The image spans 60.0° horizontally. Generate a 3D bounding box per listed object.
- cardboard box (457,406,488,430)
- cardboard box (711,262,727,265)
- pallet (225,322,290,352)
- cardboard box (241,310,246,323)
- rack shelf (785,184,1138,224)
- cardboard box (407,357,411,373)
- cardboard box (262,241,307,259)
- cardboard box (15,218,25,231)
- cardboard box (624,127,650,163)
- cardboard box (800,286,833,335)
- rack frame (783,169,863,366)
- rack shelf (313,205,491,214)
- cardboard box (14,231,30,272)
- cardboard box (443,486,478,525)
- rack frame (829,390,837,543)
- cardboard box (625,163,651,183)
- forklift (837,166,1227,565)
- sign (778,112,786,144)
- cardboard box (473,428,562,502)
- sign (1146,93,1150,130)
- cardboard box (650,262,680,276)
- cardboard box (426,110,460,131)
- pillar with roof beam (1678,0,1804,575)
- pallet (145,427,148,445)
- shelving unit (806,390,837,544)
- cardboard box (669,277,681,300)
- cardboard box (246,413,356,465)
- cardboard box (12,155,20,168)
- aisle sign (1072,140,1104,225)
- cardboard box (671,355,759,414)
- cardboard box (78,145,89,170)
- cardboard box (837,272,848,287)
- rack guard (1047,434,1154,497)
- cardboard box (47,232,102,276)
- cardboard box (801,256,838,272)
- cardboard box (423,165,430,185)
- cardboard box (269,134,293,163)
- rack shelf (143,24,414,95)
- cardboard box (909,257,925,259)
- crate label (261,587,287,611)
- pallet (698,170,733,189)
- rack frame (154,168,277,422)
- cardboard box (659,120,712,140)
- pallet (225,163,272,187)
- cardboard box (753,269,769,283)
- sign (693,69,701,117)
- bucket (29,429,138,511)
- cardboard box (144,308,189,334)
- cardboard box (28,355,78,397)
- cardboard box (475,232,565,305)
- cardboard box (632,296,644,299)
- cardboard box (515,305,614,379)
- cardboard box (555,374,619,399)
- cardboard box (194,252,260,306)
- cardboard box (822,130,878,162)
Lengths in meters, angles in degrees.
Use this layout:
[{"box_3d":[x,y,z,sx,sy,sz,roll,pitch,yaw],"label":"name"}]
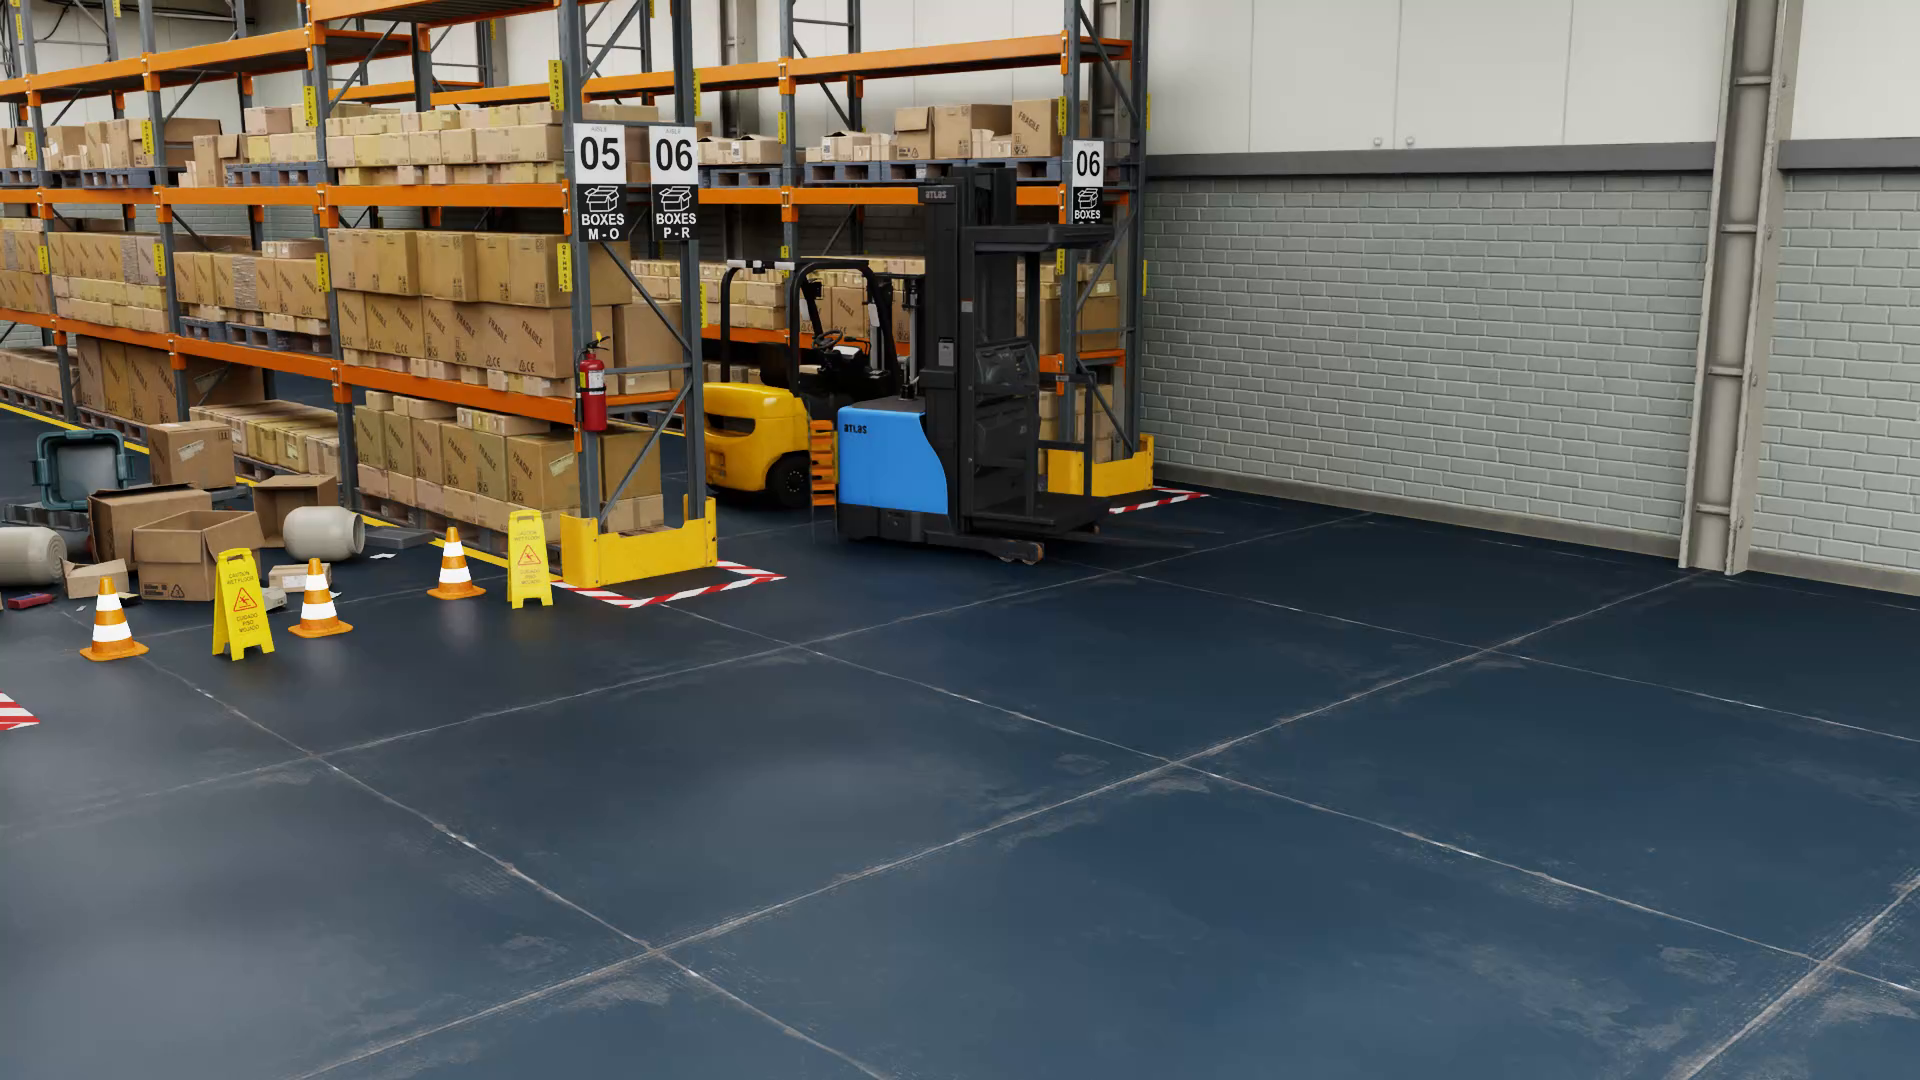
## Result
[{"box_3d":[-3.684,-0.961,12.951,0.380,0.149,0.250,-10,15,-40],"label":"cardboard box"},{"box_3d":[-2.780,-3.202,19.666,0.380,0.149,0.250,-10,15,-41],"label":"cardboard box"},{"box_3d":[-6.416,-2.007,16.195,1.003,0.211,1.213,-11,16,-43],"label":"pallet"},{"box_3d":[-6.775,-2.198,16.228,0.380,0.149,0.250,-10,15,-40],"label":"cardboard box"},{"box_3d":[-0.081,-3.317,16.429,1.077,0.370,4.000,-11,16,-43],"label":"rack shelf"},{"box_3d":[-4.295,-1.447,13.624,0.380,0.149,0.250,-11,16,-43],"label":"cardboard box"},{"box_3d":[-6.224,-2.690,15.400,0.250,0.149,0.380,11,16,43],"label":"cardboard box"},{"box_3d":[-11.673,-3.982,20.973,0.380,0.149,0.250,-11,16,-43],"label":"cardboard box"},{"box_3d":[-2.442,-2.868,12.102,0.500,0.250,0.500,-11,16,-44],"label":"cardboard box"},{"box_3d":[-1.345,-2.440,17.575,0.500,0.500,0.500,11,16,44],"label":"cardboard box"},{"box_3d":[-1.463,-2.493,18.076,1.000,3.000,0.127,-11,16,-43],"label":"rack frame"},{"box_3d":[-8.368,-5.069,24.930,1.077,0.370,4.000,-11,16,-43],"label":"rack shelf"},{"box_3d":[-11.445,-3.612,20.785,0.500,0.500,0.500,-11,16,-43],"label":"cardboard box"},{"box_3d":[-3.758,-0.308,13.248,0.500,0.250,0.500,11,16,43],"label":"cardboard box"},{"box_3d":[-1.011,-0.585,13.261,0.006,1.200,0.240,-3,12,-9],"label":"rack frame"},{"box_3d":[-2.282,-2.656,12.060,0.380,0.149,0.250,-11,16,-42],"label":"cardboard box"},{"box_3d":[0.544,-1.372,12.809,3.031,2.935,1.130,7,13,29],"label":"forklift"},{"box_3d":[-1.848,-4.292,17.316,0.100,0.325,0.005,-11,16,-43],"label":"sign"},{"box_3d":[-3.392,-0.599,12.801,0.500,0.500,0.500,-10,15,-40],"label":"cardboard box"},{"box_3d":[1.705,-3.921,15.215,0.100,0.325,0.005,-11,16,-43],"label":"sign"},{"box_3d":[-3.452,-3.214,19.722,0.380,0.149,0.250,-11,16,-42],"label":"cardboard box"},{"box_3d":[-3.818,-3.181,12.628,0.380,0.149,0.250,-10,16,-41],"label":"cardboard box"},{"box_3d":[2.501,-3.599,8.578,9.100,9.000,0.400,-11,16,-43],"label":"pillar with roof beam"},{"box_3d":[-8.302,-1.144,18.441,1.003,0.211,1.213,-11,16,-43],"label":"pallet"},{"box_3d":[-1.102,-0.580,13.247,0.189,1.200,0.258,-3,12,-9],"label":"shelving unit"},{"box_3d":[-3.031,-2.926,19.312,0.500,0.250,0.500,-11,16,-42],"label":"cardboard box"},{"box_3d":[-6.394,-1.001,16.307,0.950,0.372,0.625,-10,15,-41],"label":"cardboard box"},{"box_3d":[-11.430,-4.656,20.477,0.380,0.149,0.250,-10,16,-41],"label":"cardboard box"},{"box_3d":[1.133,-3.132,14.735,0.394,0.787,0.004,-11,16,-43],"label":"aisle sign"},{"box_3d":[-2.882,-1.834,19.722,0.625,0.625,0.875,11,16,43],"label":"cardboard box"},{"box_3d":[-9.566,-4.261,18.521,0.396,0.266,0.258,-9,15,-38],"label":"cardboard box"},{"box_3d":[-1.053,-2.704,17.249,0.380,0.149,0.250,-11,16,-43],"label":"cardboard box"},{"box_3d":[1.316,-0.681,15.478,1.175,0.500,0.348,-11,16,-43],"label":"rack guard"},{"box_3d":[-10.479,-3.402,19.766,0.500,0.500,0.500,-11,16,-42],"label":"cardboard box"},{"box_3d":[-1.457,-2.917,17.544,0.380,0.149,0.250,-10,16,-41],"label":"cardboard box"},{"box_3d":[-3.946,-2.841,12.957,0.380,0.149,0.250,-11,16,-42],"label":"cardboard box"},{"box_3d":[-5.904,-3.541,15.064,0.500,0.250,0.500,-11,16,-42],"label":"cardboard box"},{"box_3d":[-6.431,-4.482,15.641,1.077,0.370,4.000,-11,16,-43],"label":"rack shelf"},{"box_3d":[-0.305,-2.853,17.232,0.380,0.149,0.250,-11,16,-43],"label":"cardboard box"},{"box_3d":[-4.673,0.401,11.127,0.298,0.136,0.250,3,12,16],"label":"crate label"},{"box_3d":[-2.917,-4.204,19.416,1.003,0.211,1.213,-10,15,-40],"label":"pallet"},{"box_3d":[-7.812,-2.384,17.550,1.000,3.000,0.127,-11,16,-43],"label":"rack frame"},{"box_3d":[-3.198,-4.561,19.146,0.500,0.500,0.500,-10,16,-41],"label":"cardboard box"},{"box_3d":[-6.118,-3.433,15.675,1.213,0.211,1.003,-11,16,-43],"label":"pallet"},{"box_3d":[-2.050,-2.913,18.263,0.380,0.149,0.250,-11,16,-43],"label":"cardboard box"},{"box_3d":[-1.895,-3.189,11.859,0.100,0.325,0.005,-11,16,-43],"label":"sign"},{"box_3d":[-6.799,-0.538,12.937,0.726,0.611,0.620,-5,3,-23],"label":"bucket"},{"box_3d":[-8.349,-2.348,17.748,0.500,0.250,0.500,11,16,43],"label":"cardboard box"},{"box_3d":[-11.549,-2.156,21.751,0.875,0.438,0.875,11,16,43],"label":"cardboard box"},{"box_3d":[-3.142,-2.020,12.320,0.700,0.500,0.500,-11,16,-42],"label":"cardboard box"},{"box_3d":[-3.751,-2.830,20.086,0.500,0.250,0.500,-11,16,-44],"label":"cardboard box"},{"box_3d":[-2.862,-1.452,12.041,0.500,0.500,0.500,-11,16,-44],"label":"cardboard box"},{"box_3d":[-2.701,-1.118,12.028,0.380,0.149,0.250,-10,15,-41],"label":"cardboard box"},{"box_3d":[-7.304,-2.611,16.628,0.500,0.500,0.500,-10,15,-40],"label":"cardboard box"},{"box_3d":[-1.064,-4.017,16.976,0.500,0.311,0.500,-10,16,-41],"label":"cardboard box"}]
